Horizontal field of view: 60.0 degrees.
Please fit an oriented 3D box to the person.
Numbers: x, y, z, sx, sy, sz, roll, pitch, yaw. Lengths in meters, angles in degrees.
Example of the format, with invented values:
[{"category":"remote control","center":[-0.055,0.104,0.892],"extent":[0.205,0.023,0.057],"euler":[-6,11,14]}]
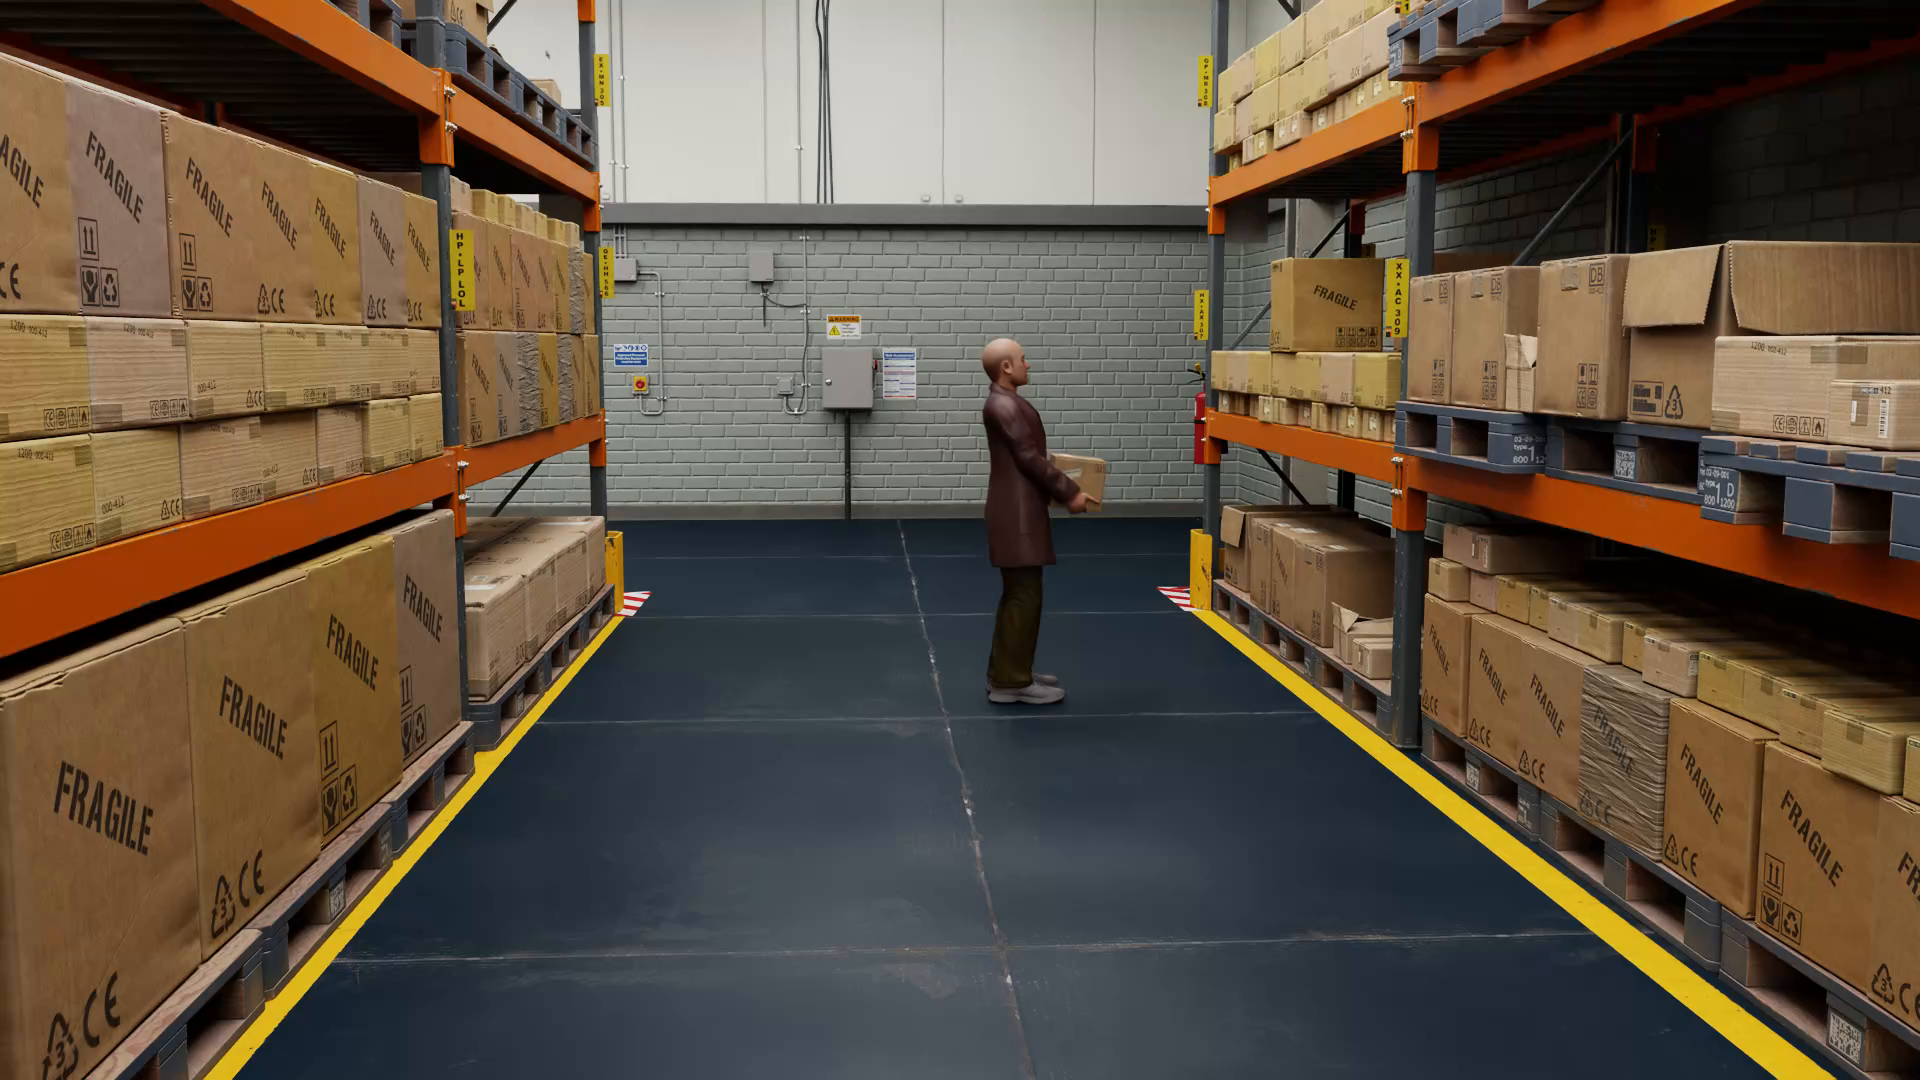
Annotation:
[{"category":"person","center":[0.385,-0.101,8.185],"extent":[0.563,1.770,0.530],"euler":[0,7,-3]}]
